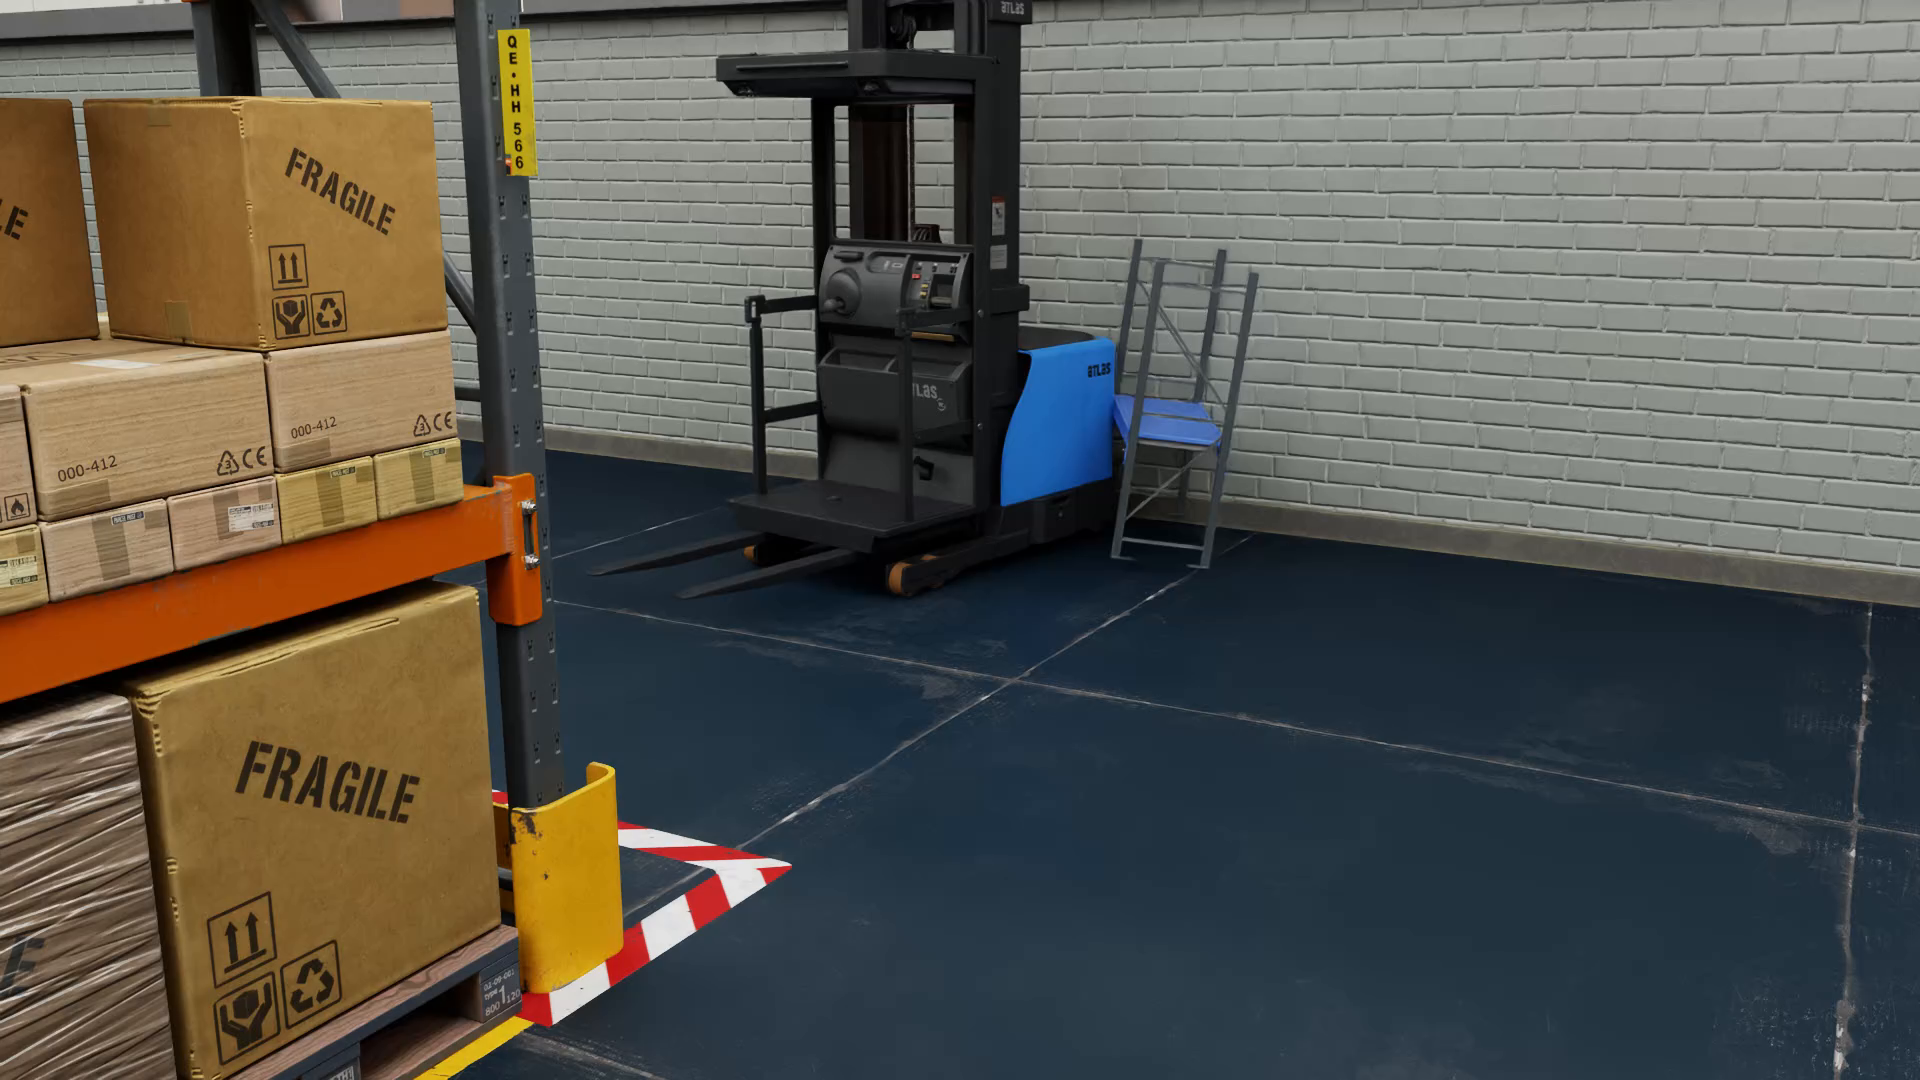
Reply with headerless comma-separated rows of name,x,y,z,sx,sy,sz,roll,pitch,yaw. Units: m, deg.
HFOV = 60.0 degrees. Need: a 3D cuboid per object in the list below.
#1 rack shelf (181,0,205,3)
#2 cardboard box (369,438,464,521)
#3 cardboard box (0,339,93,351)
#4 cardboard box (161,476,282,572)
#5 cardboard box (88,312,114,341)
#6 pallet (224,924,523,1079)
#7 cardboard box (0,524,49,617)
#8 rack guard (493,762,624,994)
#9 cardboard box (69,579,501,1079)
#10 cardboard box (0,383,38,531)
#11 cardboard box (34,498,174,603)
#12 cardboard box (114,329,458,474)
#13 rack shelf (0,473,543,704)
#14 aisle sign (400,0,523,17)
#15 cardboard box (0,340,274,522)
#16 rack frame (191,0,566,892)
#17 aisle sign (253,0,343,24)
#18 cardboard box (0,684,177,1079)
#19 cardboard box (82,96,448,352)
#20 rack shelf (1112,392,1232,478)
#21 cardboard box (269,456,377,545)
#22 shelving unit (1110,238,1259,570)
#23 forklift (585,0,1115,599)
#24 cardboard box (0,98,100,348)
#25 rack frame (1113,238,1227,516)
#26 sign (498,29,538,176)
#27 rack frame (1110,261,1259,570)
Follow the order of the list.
rack shelf,-2.457,-1.091,2.293,1.077,0.370,4.000,7,15,28
cardboard box,-1.374,-0.160,3.834,0.380,0.149,0.250,8,16,29
cardboard box,-2.204,-0.289,3.518,0.500,0.250,0.500,7,15,27
cardboard box,-1.621,-0.055,3.398,0.380,0.149,0.250,7,15,28
cardboard box,-1.958,-0.397,3.963,0.500,0.250,0.500,7,15,27
pallet,-1.808,1.136,3.872,1.003,0.211,1.213,7,15,28
cardboard box,-1.866,0.049,2.964,0.380,0.149,0.250,7,15,27
rack guard,-1.478,0.818,4.576,1.175,0.500,0.348,7,15,28
cardboard box,-1.729,0.576,3.880,0.875,0.875,0.875,7,15,28
cardboard box,-1.983,-0.126,2.843,0.500,0.250,0.500,7,15,26
cardboard box,-1.742,-0.004,3.186,0.380,0.149,0.250,8,16,29
cardboard box,-1.492,-0.335,3.708,0.500,0.250,0.500,7,15,27
rack shelf,-2.457,0.367,2.645,1.077,0.370,4.000,7,15,28
aisle sign,-1.192,-1.637,3.878,0.394,0.787,0.004,7,15,28
cardboard box,-1.738,-0.231,3.277,0.500,0.250,0.500,7,15,27
rack frame,-1.490,-0.393,4.262,1.000,3.000,0.127,7,15,28
aisle sign,-1.718,-1.705,4.160,0.394,0.787,0.004,7,15,28
cardboard box,-2.169,0.763,3.105,0.875,0.875,0.875,7,15,28
cardboard box,-1.495,-0.699,3.619,0.500,0.500,0.500,8,16,29
rack shelf,1.078,-0.568,8.745,0.538,0.185,1.000,7,16,-2
cardboard box,-1.498,-0.107,3.612,0.380,0.149,0.250,8,15,29
shelving unit,1.100,-0.740,8.695,0.538,1.500,1.048,7,16,-2
forklift,-0.467,-1.285,8.109,1.130,2.935,3.031,11,17,38
cardboard box,-2.200,-0.658,3.450,0.500,0.500,0.500,7,15,27
rack frame,1.100,-0.881,9.183,0.500,1.500,0.032,7,16,-2
sign,-1.022,-1.006,3.832,0.100,0.325,0.005,7,15,28
rack frame,1.100,-0.598,8.207,0.500,1.500,0.032,7,16,-2
